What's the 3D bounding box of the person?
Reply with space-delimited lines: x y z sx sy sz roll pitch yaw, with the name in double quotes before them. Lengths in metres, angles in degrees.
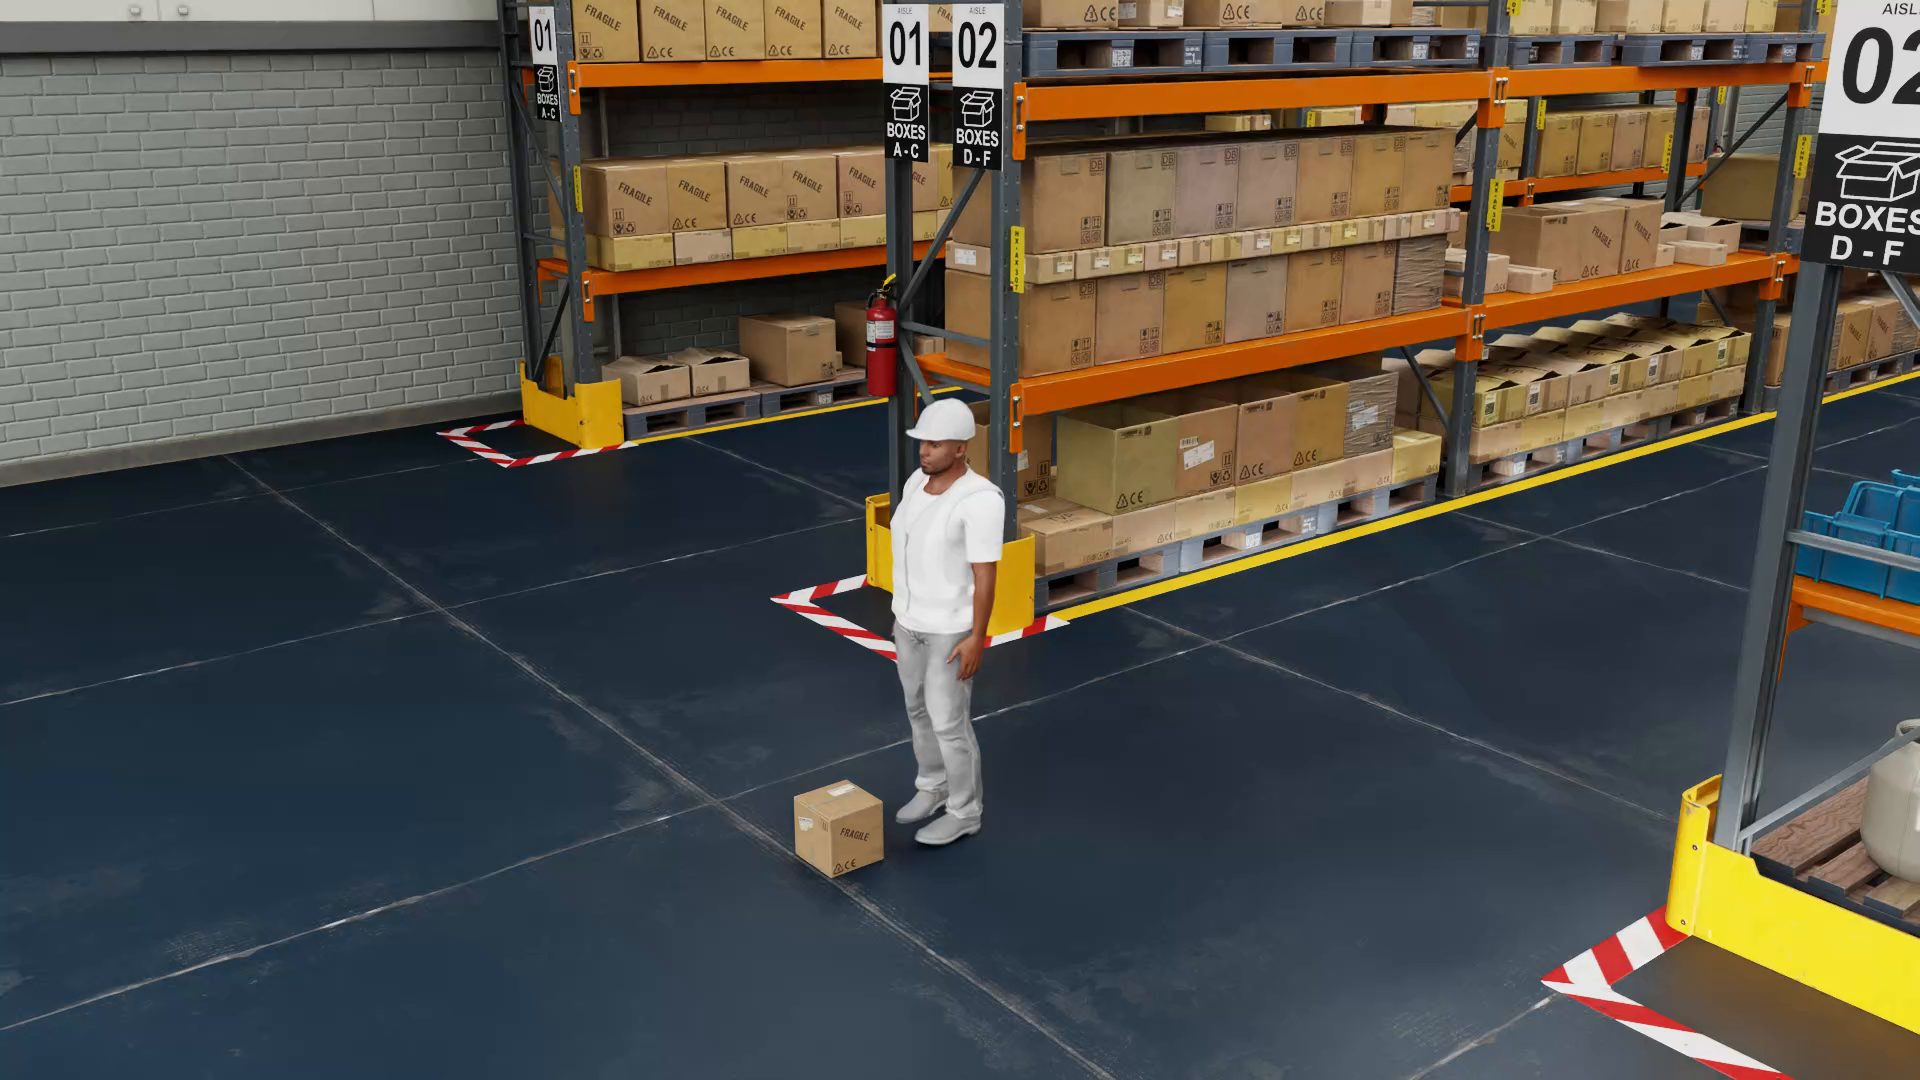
"person" -0.083 0.327 6.516 0.383 1.781 0.563 -13 22 -35
